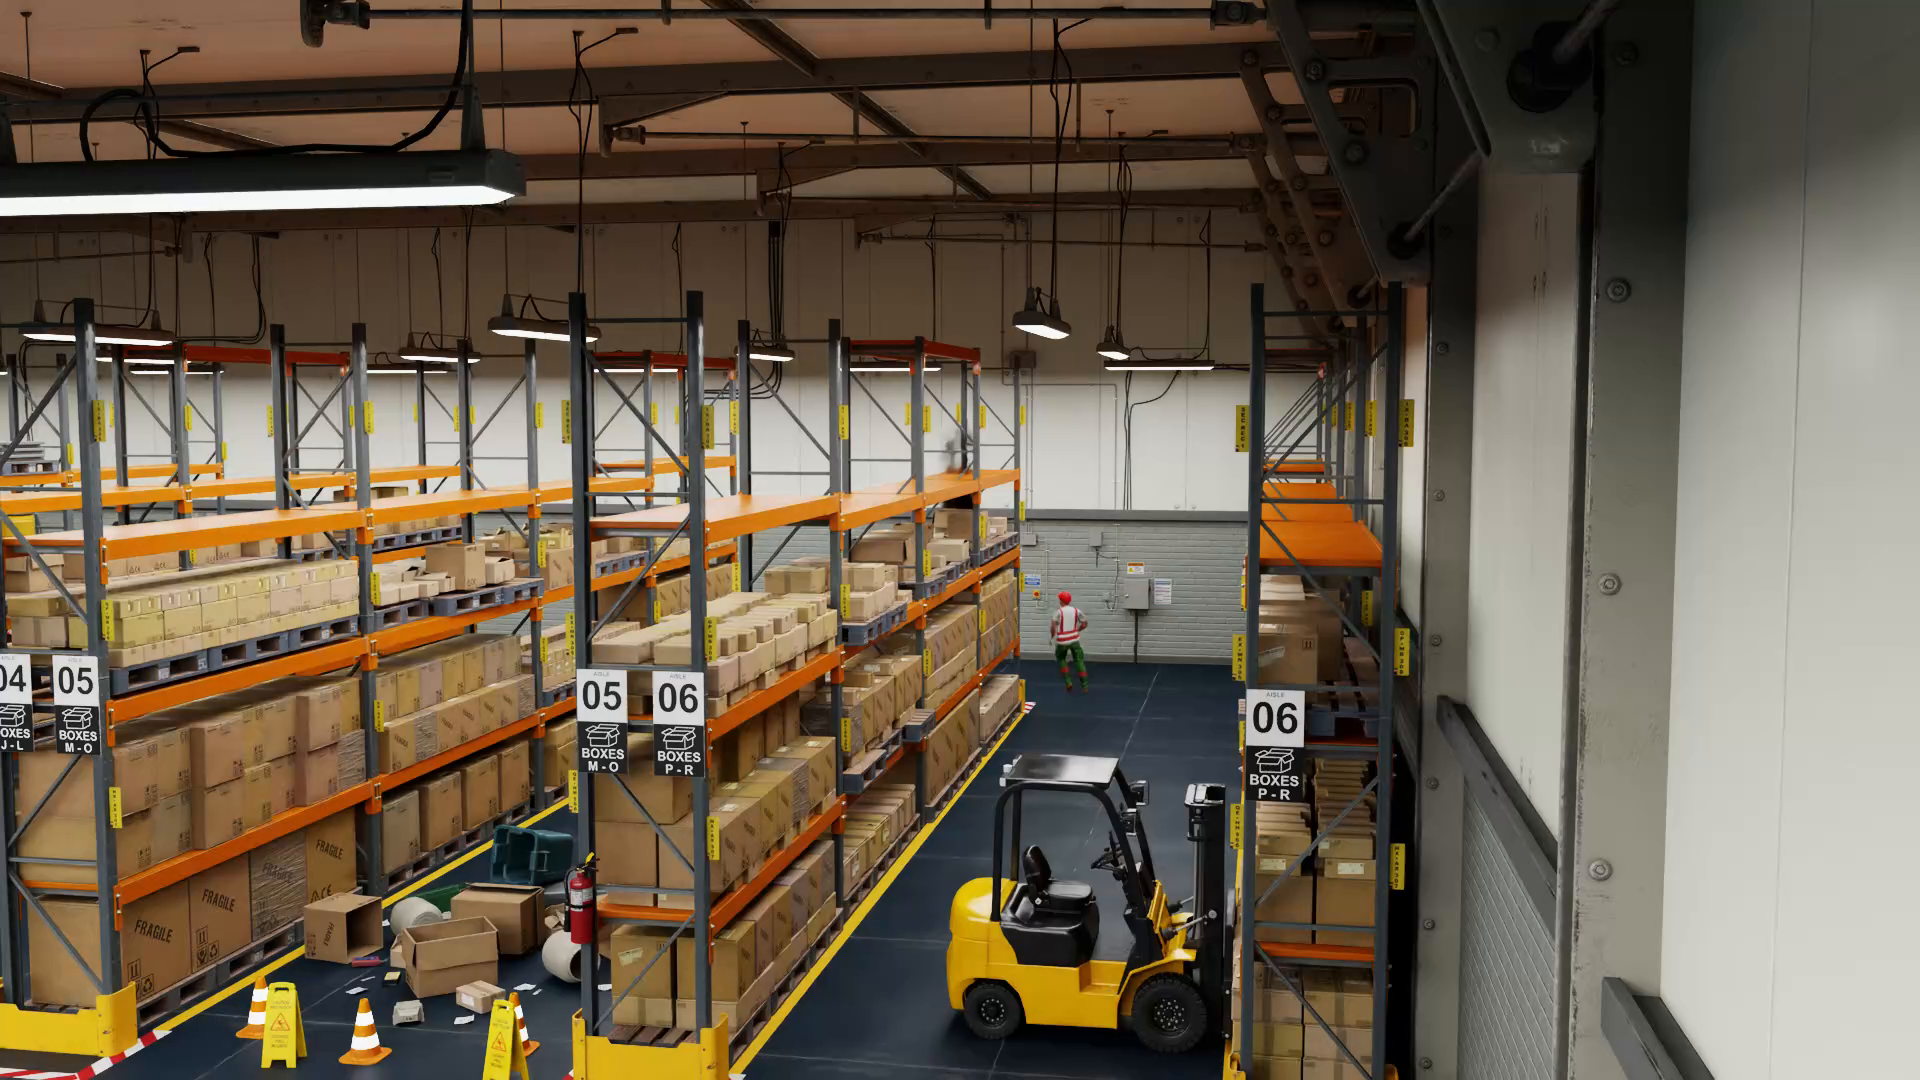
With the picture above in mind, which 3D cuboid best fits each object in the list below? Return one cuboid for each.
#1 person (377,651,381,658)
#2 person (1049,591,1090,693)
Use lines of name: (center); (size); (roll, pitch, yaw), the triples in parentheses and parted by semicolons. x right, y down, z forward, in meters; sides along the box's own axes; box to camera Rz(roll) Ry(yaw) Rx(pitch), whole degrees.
person: (-8.444, 2.404, 23.879); (0.616, 1.744, 0.700); (1, 5, 7)
person: (1.828, 1.760, 28.336); (0.718, 1.799, 0.690); (-1, 5, -14)
